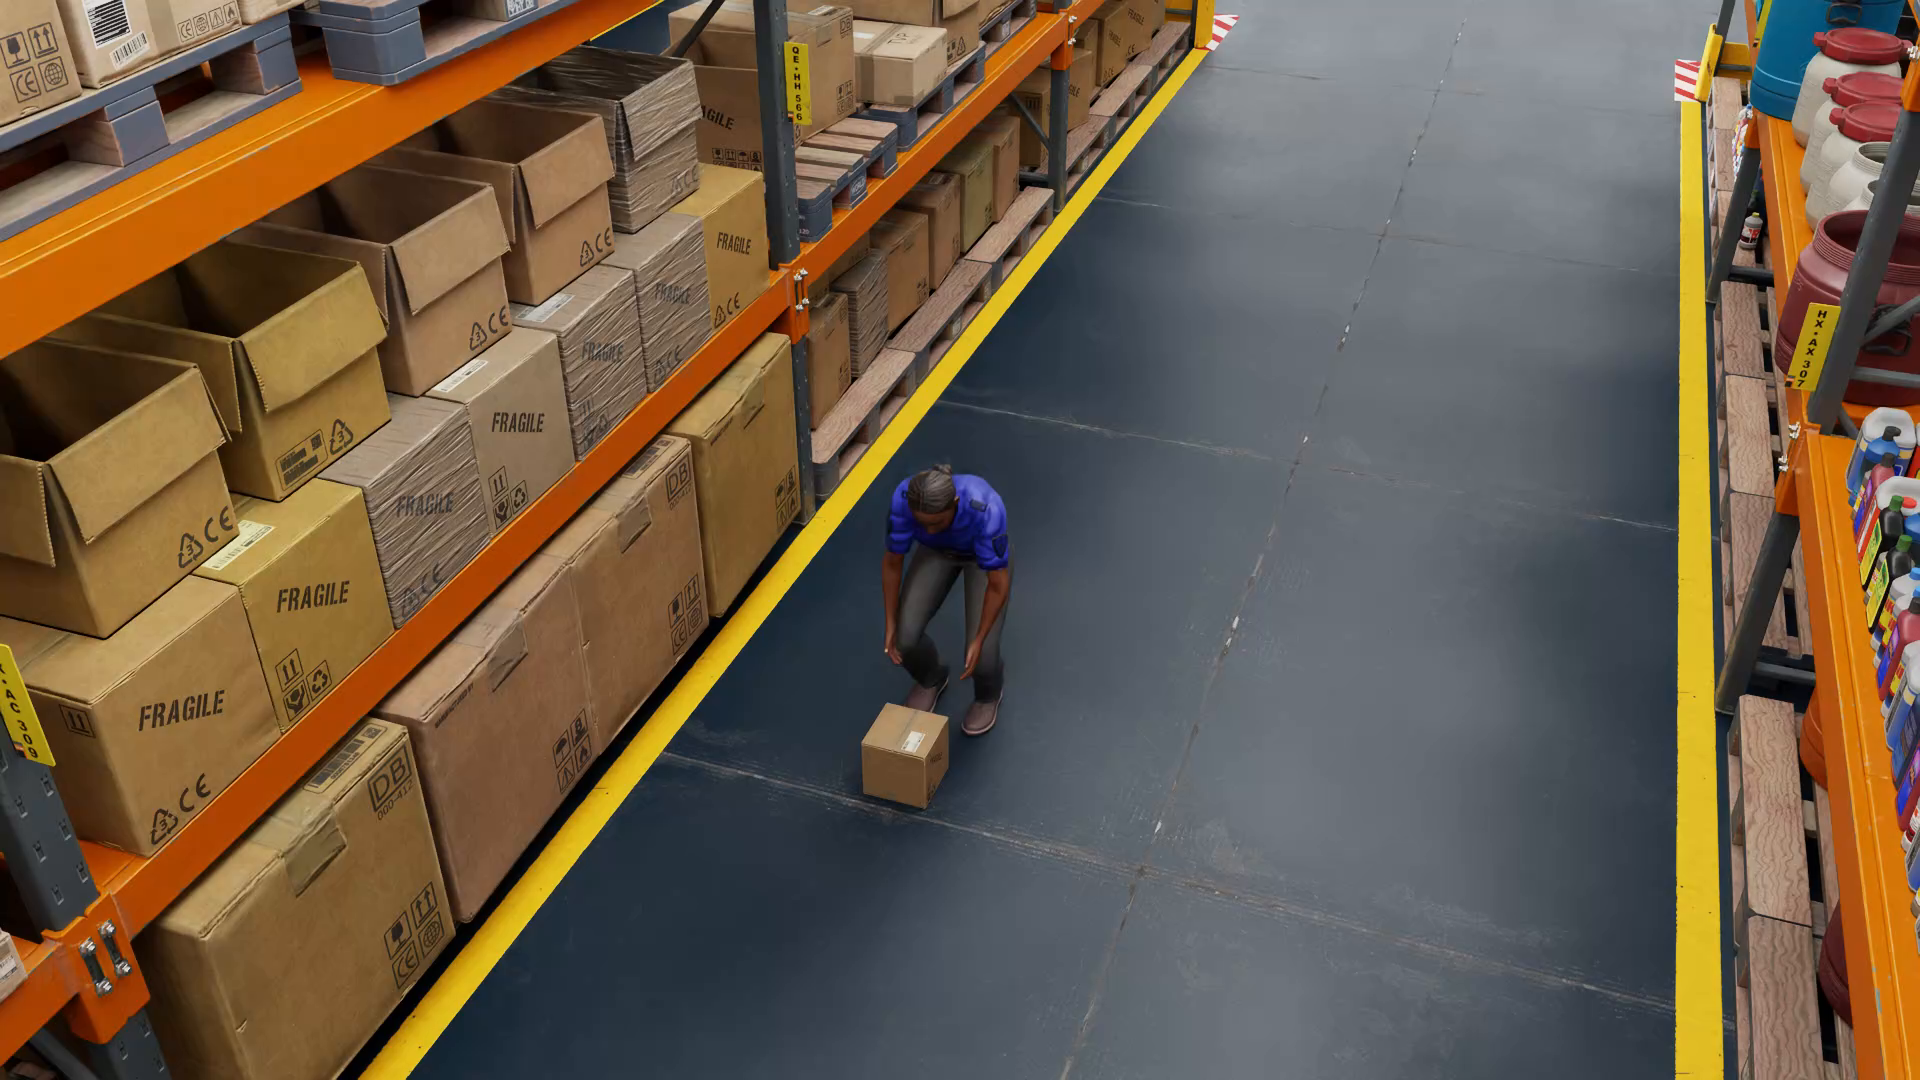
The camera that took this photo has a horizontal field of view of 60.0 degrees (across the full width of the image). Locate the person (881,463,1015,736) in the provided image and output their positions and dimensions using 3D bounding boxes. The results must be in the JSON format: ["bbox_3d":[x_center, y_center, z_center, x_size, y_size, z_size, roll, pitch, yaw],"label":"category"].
[{"bbox_3d":[-0.011,0.176,6.231,0.496,1.277,0.684,13,36,19],"label":"person"}]
